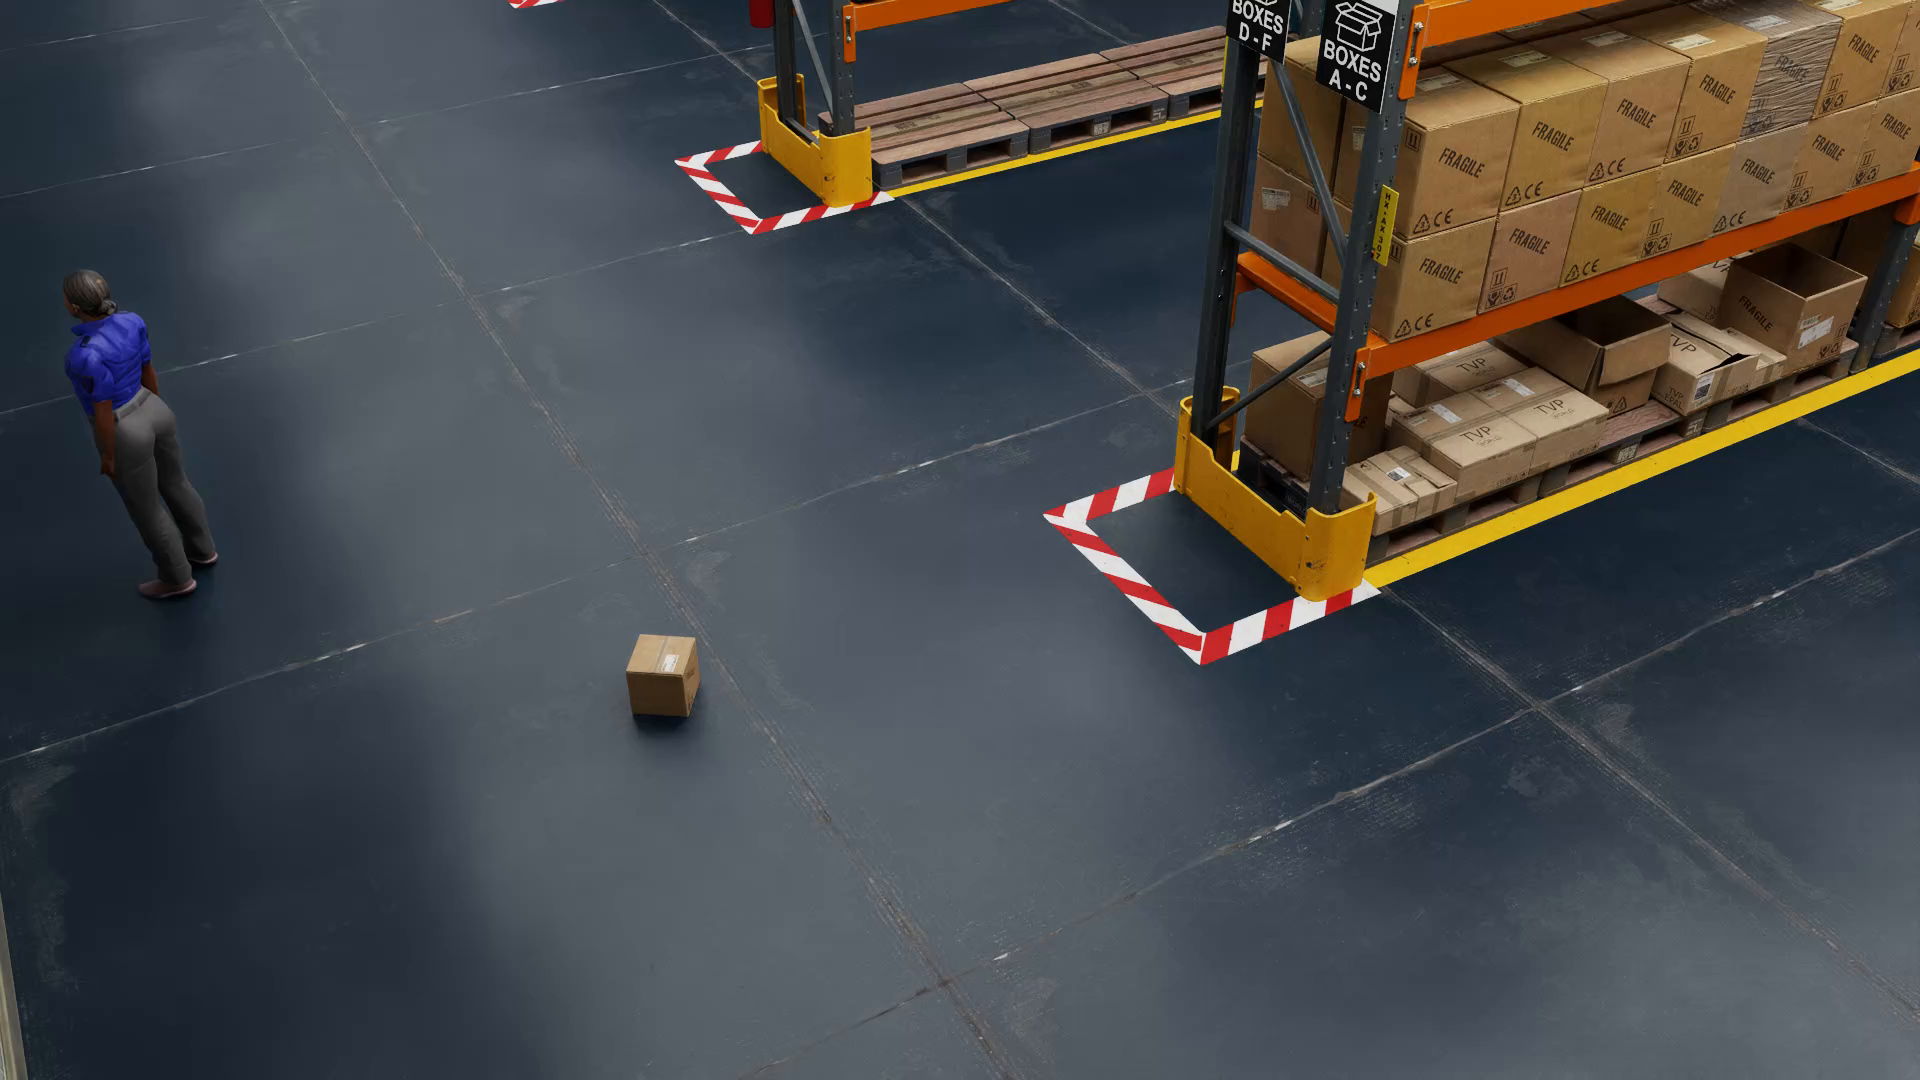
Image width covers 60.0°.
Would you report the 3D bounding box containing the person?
[{"bbox_3d":[-3.786,-0.481,7.587,0.341,1.683,0.433,8,38,10],"label":"person"}]
